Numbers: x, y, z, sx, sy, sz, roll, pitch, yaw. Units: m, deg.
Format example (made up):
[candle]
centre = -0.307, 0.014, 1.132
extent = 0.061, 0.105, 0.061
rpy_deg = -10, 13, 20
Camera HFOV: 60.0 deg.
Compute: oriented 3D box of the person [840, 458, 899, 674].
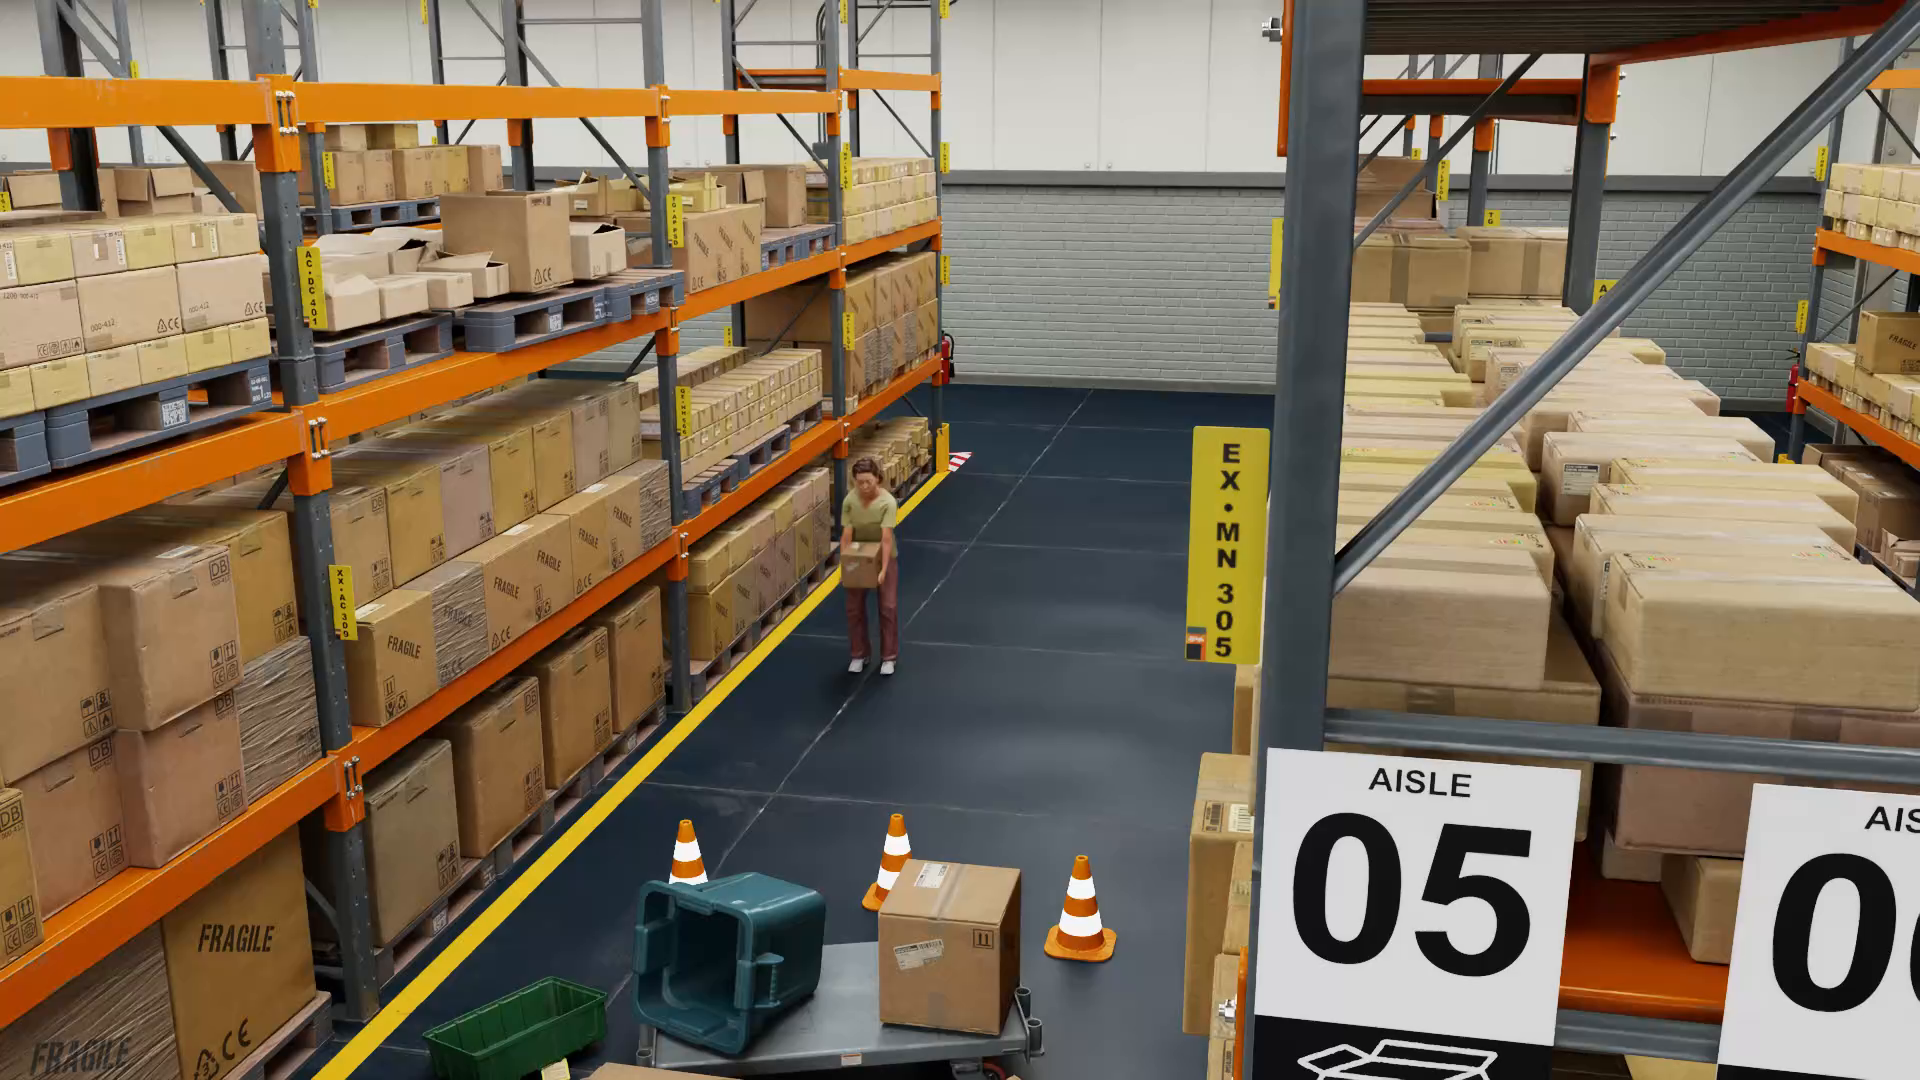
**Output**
[person]
centre = -0.642, 0.183, 11.934
extent = 0.404, 1.623, 0.538
rpy_deg = 3, 15, 10
